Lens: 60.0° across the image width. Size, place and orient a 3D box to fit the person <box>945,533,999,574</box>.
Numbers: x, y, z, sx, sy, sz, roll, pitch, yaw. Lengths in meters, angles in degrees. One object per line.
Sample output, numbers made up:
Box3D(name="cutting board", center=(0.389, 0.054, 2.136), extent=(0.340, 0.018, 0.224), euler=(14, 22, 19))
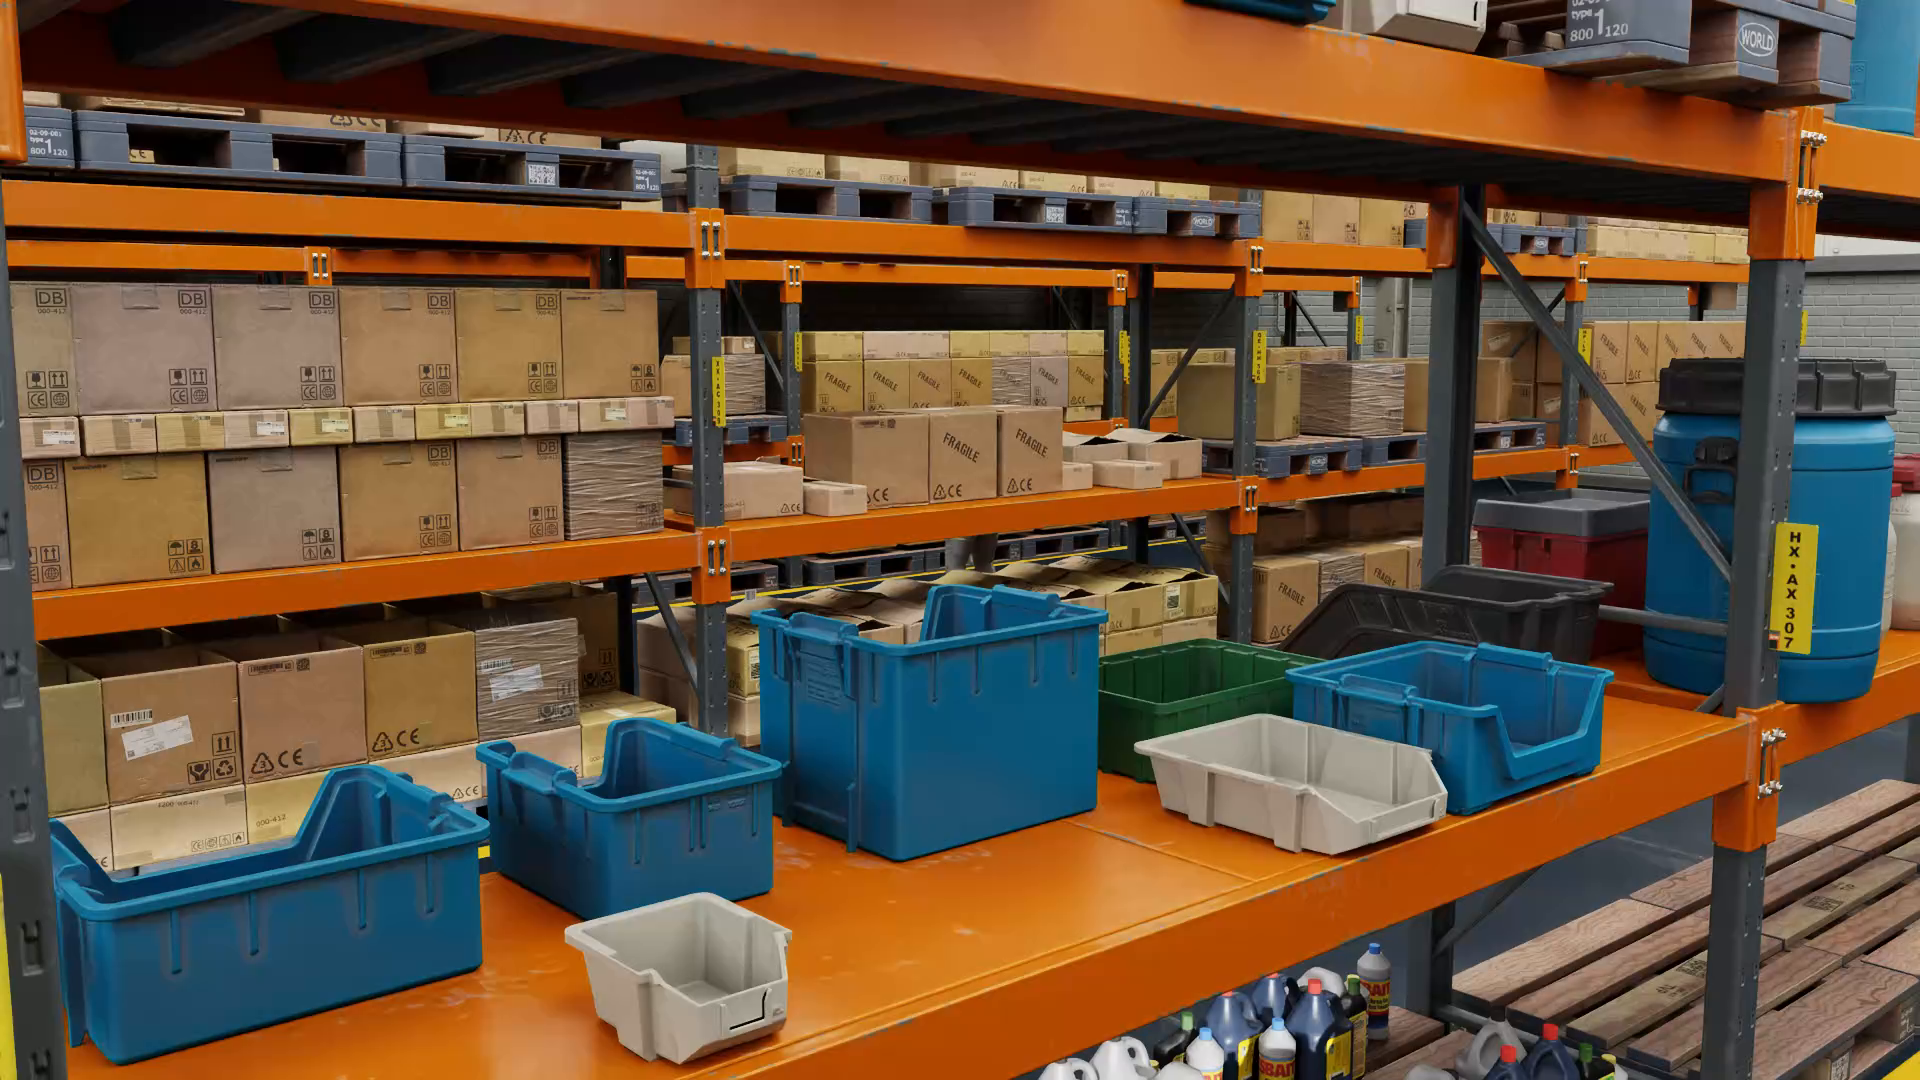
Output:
Box3D(name="person", center=(0.077, -0.167, 12.523), extent=(0.538, 1.666, 0.465), euler=(-6, 10, -40))
